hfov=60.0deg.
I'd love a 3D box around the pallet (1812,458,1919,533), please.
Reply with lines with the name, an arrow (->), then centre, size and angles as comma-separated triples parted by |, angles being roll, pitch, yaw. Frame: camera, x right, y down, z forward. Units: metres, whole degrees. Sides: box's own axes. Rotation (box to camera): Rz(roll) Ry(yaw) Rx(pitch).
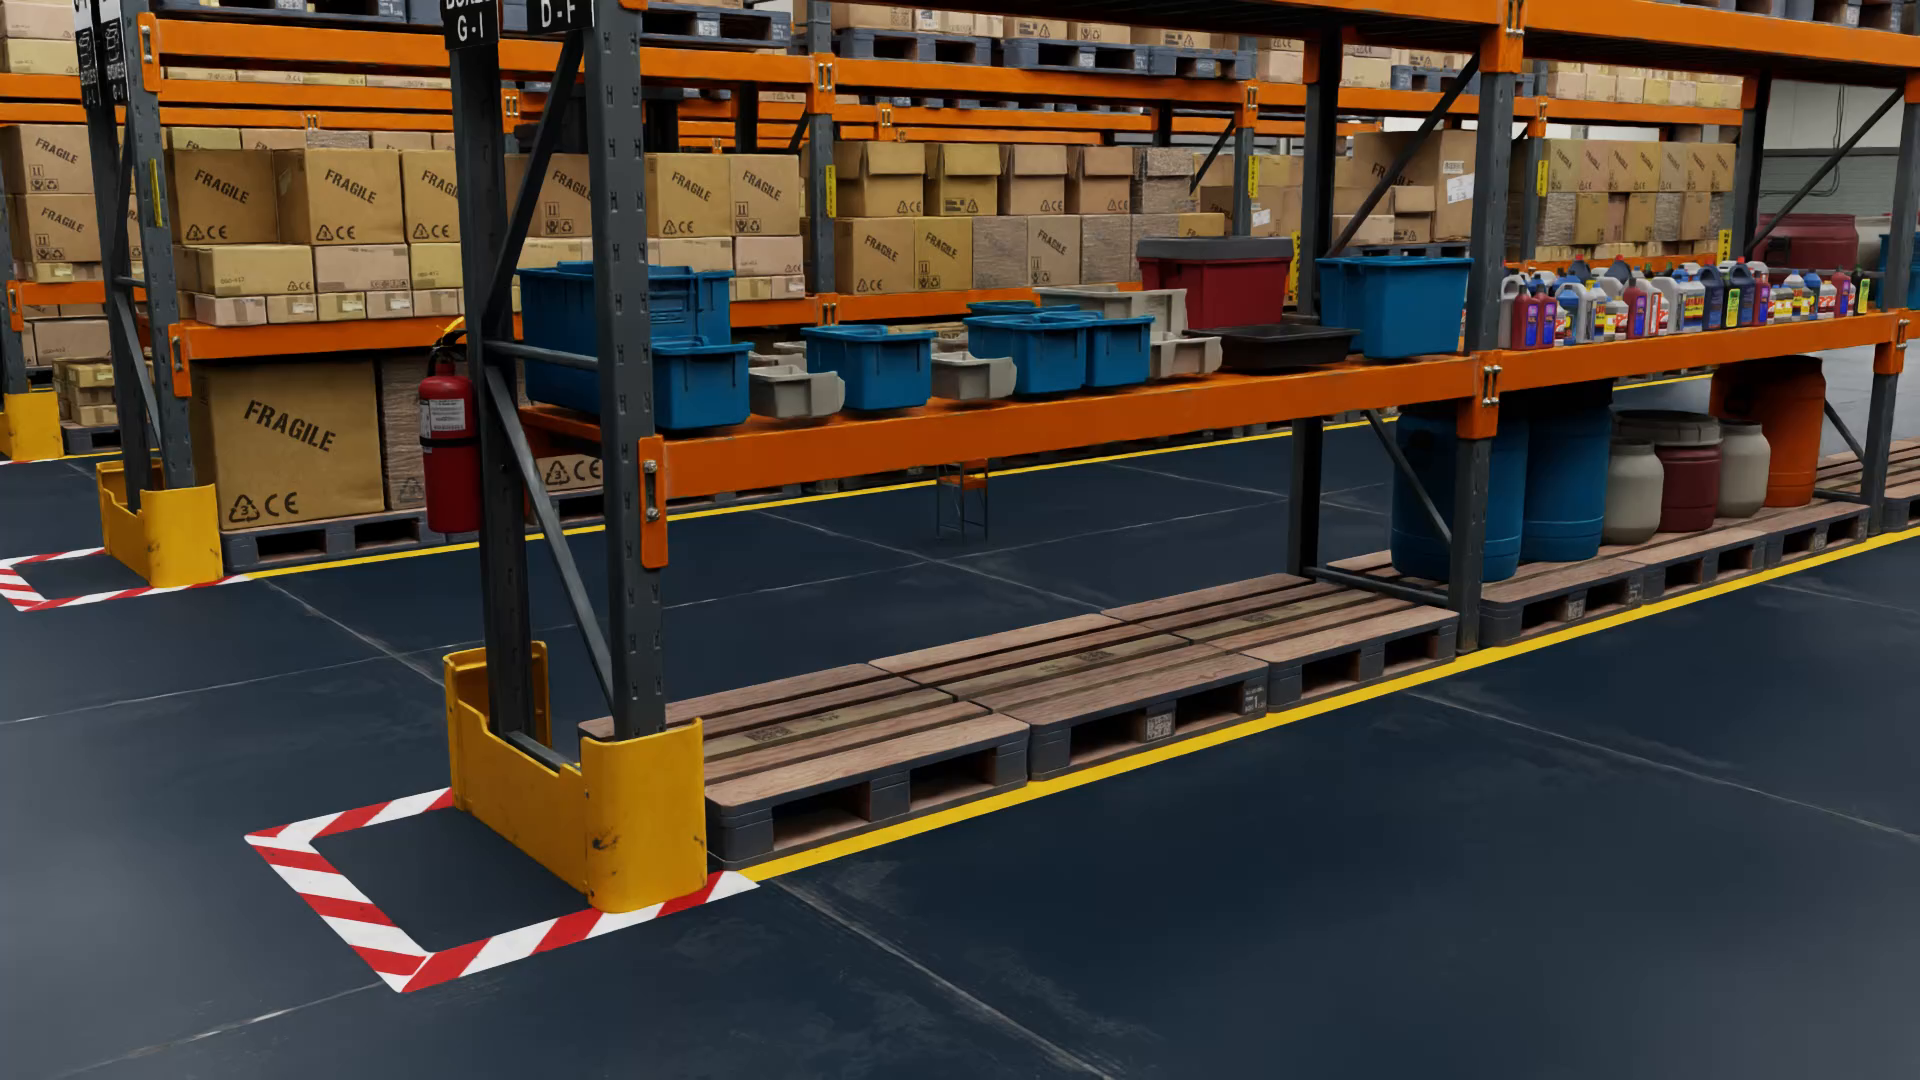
pallet -> 5.674, -0.301, 10.537 | 1.213, 0.211, 1.003 | -9, 15, -38

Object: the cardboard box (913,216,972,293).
cardboard box -> -0.265, -1.988, 11.530 | 0.500, 0.500, 0.500 | -9, 15, -38

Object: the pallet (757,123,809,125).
pallet -> -2.473, -5.678, 22.377 | 1.003, 0.211, 1.213 | -9, 15, -38

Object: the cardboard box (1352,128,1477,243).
cardboard box -> 4.367, -3.311, 15.547 | 1.000, 1.000, 1.000 | -9, 15, -37

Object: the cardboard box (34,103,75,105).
cardboard box -> -11.494, -5.569, 21.058 | 0.500, 0.250, 0.500 | -9, 15, -36

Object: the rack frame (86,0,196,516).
rack frame -> -4.296, -1.336, 8.698 | 0.127, 3.000, 1.000 | -9, 15, -38

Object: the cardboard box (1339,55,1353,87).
cardboard box -> 2.878, -3.854, 13.697 | 0.500, 0.250, 0.500 | -9, 15, -36

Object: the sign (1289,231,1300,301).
sign -> 1.580, -1.276, 7.752 | 0.005, 0.325, 0.100 | -9, 15, -38

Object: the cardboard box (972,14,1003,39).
cardboard box -> 0.084, -3.574, 11.609 | 0.250, 0.149, 0.380 | -10, 16, -40

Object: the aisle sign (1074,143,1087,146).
aisle sign -> 1.862, -6.349, 26.050 | 0.004, 0.787, 0.394 | -9, 15, -38

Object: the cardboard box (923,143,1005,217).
cardboard box -> -0.136, -2.566, 11.835 | 0.637, 0.503, 0.797 | -9, 15, -37

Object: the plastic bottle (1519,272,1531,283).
plastic bottle -> 2.812, -1.225, 8.474 | 0.135, 0.276, 0.152 | -9, 15, -38

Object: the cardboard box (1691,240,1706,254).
cardboard box -> 7.746, -3.146, 17.825 | 0.250, 0.149, 0.380 | -9, 15, -38

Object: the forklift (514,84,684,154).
forklift -> -2.971, -2.379, 13.777 | 1.130, 2.935, 3.031 | -8, 14, -32

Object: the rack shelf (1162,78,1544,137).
rack shelf -> 3.513, -3.749, 14.572 | 4.000, 0.370, 1.077 | -9, 15, -38

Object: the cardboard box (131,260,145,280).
cardboard box -> -6.441, -2.085, 12.833 | 0.250, 0.149, 0.380 | -10, 16, -39

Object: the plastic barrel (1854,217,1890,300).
plastic barrel -> 5.715, -1.793, 10.584 | 0.421, 0.512, 0.421 | 0, 12, 0

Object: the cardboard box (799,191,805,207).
cardboard box -> -1.567, -3.361, 16.396 | 0.250, 0.149, 0.380 | -9, 15, -36

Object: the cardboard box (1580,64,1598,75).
cardboard box -> 5.912, -4.552, 16.022 | 0.250, 0.149, 0.380 | -9, 15, -37

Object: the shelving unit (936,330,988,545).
shelving unit -> 0.011, -0.589, 9.513 | 0.189, 1.200, 0.258 | -9, 15, -38

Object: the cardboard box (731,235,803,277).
cardboard box -> -1.353, -1.827, 10.657 | 0.500, 0.250, 0.500 | -10, 15, -39

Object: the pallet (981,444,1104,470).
pallet -> 0.336, -0.762, 12.711 | 1.213, 0.211, 1.003 | -9, 15, -38

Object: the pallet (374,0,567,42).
pallet -> -2.770, -3.017, 9.607 | 1.213, 0.211, 1.003 | -9, 15, -38

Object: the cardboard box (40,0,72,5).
cardboard box -> -6.710, -4.022, 12.325 | 0.250, 0.149, 0.380 | -9, 15, -35

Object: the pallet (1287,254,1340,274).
pallet -> 2.441, -2.390, 14.124 | 1.003, 0.211, 1.213 | -9, 15, -38

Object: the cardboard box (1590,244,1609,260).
cardboard box -> 6.222, -2.876, 16.557 | 0.250, 0.149, 0.380 | -9, 15, -38

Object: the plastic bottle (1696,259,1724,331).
plastic bottle -> 3.705, -1.221, 8.277 | 0.185, 0.351, 0.144 | -9, 15, -38

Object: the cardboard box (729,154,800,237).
cardboard box -> -1.364, -2.191, 10.564 | 0.500, 0.500, 0.500 | -9, 15, -36

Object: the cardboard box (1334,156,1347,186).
cardboard box -> 4.493, -4.703, 21.594 | 0.550, 0.550, 0.875 | -9, 15, -38

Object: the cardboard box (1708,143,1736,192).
cardboard box -> 7.923, -3.984, 17.806 | 0.500, 0.500, 0.500 | -9, 15, -38

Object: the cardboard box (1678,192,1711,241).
cardboard box -> 7.436, -3.455, 17.722 | 0.500, 0.500, 0.875 | -9, 15, -38

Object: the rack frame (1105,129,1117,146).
rack frame -> 2.055, -3.711, 19.882 | 0.127, 3.000, 1.000 | -9, 15, -38

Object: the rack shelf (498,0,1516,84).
rack shelf -> 0.360, -1.907, 5.900 | 4.000, 0.370, 1.077 | -9, 15, -38

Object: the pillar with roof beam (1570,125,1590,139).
pillar with roof beam -> 19.227, -11.230, 40.852 | 0.548, 9.000, 9.100 | -9, 15, -38

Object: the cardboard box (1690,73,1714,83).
cardboard box -> 7.573, -4.810, 17.238 | 0.250, 0.149, 0.380 | -9, 15, -37

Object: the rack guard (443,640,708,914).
rack guard -> -1.212, 0.695, 5.150 | 0.348, 0.500, 1.175 | -9, 15, -38

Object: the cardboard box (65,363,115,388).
cardboard box -> -6.694, -1.268, 12.800 | 0.250, 0.149, 0.380 | -10, 16, -40

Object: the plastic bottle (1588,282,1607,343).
plastic bottle -> 2.915, -1.045, 7.638 | 0.097, 0.271, 0.097 | 0, 12, 0

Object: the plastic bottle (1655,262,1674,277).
plastic bottle -> 4.011, -1.440, 9.469 | 0.133, 0.283, 0.061 | -9, 15, -38

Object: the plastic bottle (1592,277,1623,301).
plastic bottle -> 3.149, -1.134, 8.046 | 0.135, 0.276, 0.152 | -9, 15, -38

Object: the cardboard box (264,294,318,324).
cardboard box -> -3.613, -1.239, 8.847 | 0.250, 0.149, 0.380 | -10, 15, -38

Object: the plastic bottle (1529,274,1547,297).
plastic bottle -> 2.904, -1.205, 8.390 | 0.097, 0.271, 0.097 | 0, 12, 0

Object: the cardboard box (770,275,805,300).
cardboard box -> -1.206, -1.639, 10.732 | 0.250, 0.149, 0.380 | -9, 15, -37

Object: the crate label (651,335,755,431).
crate label -> -0.803, -0.459, 4.826 | 0.303, 0.233, 0.416 | -9, 15, -38

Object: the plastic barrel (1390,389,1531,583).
plastic barrel -> 2.357, -0.298, 7.853 | 0.708, 0.901, 0.600 | -9, 15, -38

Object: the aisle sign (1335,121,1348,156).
aisle sign -> 5.046, -5.559, 22.328 | 0.004, 0.787, 0.394 | -9, 15, -38

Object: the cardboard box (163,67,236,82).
cardboard box -> -5.997, -3.701, 12.975 | 0.500, 0.250, 0.500 | -10, 16, -39

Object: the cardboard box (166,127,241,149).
cardboard box -> -5.989, -2.983, 13.089 | 0.500, 0.500, 0.500 | -10, 15, -39

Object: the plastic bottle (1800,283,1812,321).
plastic bottle -> 4.486, -1.272, 8.875 | 0.097, 0.201, 0.097 | 0, 12, 0

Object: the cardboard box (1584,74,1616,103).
cardboard box -> 5.996, -4.373, 16.142 | 0.500, 0.250, 0.500 | -10, 15, -38

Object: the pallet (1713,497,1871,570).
pallet -> 4.456, -0.098, 9.580 | 1.213, 0.211, 1.003 | -9, 15, -38

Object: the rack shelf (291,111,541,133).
rack shelf -> -5.801, -4.837, 19.697 | 4.000, 0.370, 1.077 | -9, 15, -38

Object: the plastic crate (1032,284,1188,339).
plastic crate -> 0.614, -0.855, 6.573 | 0.530, 0.282, 0.437 | -9, 15, -38

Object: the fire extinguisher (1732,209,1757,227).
fire extinguisher -> 8.575, -3.314, 18.202 | 0.183, 0.674, 0.296 | -9, 15, -38

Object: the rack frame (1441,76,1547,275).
rack frame -> 5.075, -2.893, 16.031 | 0.127, 3.000, 1.000 | -9, 15, -38
